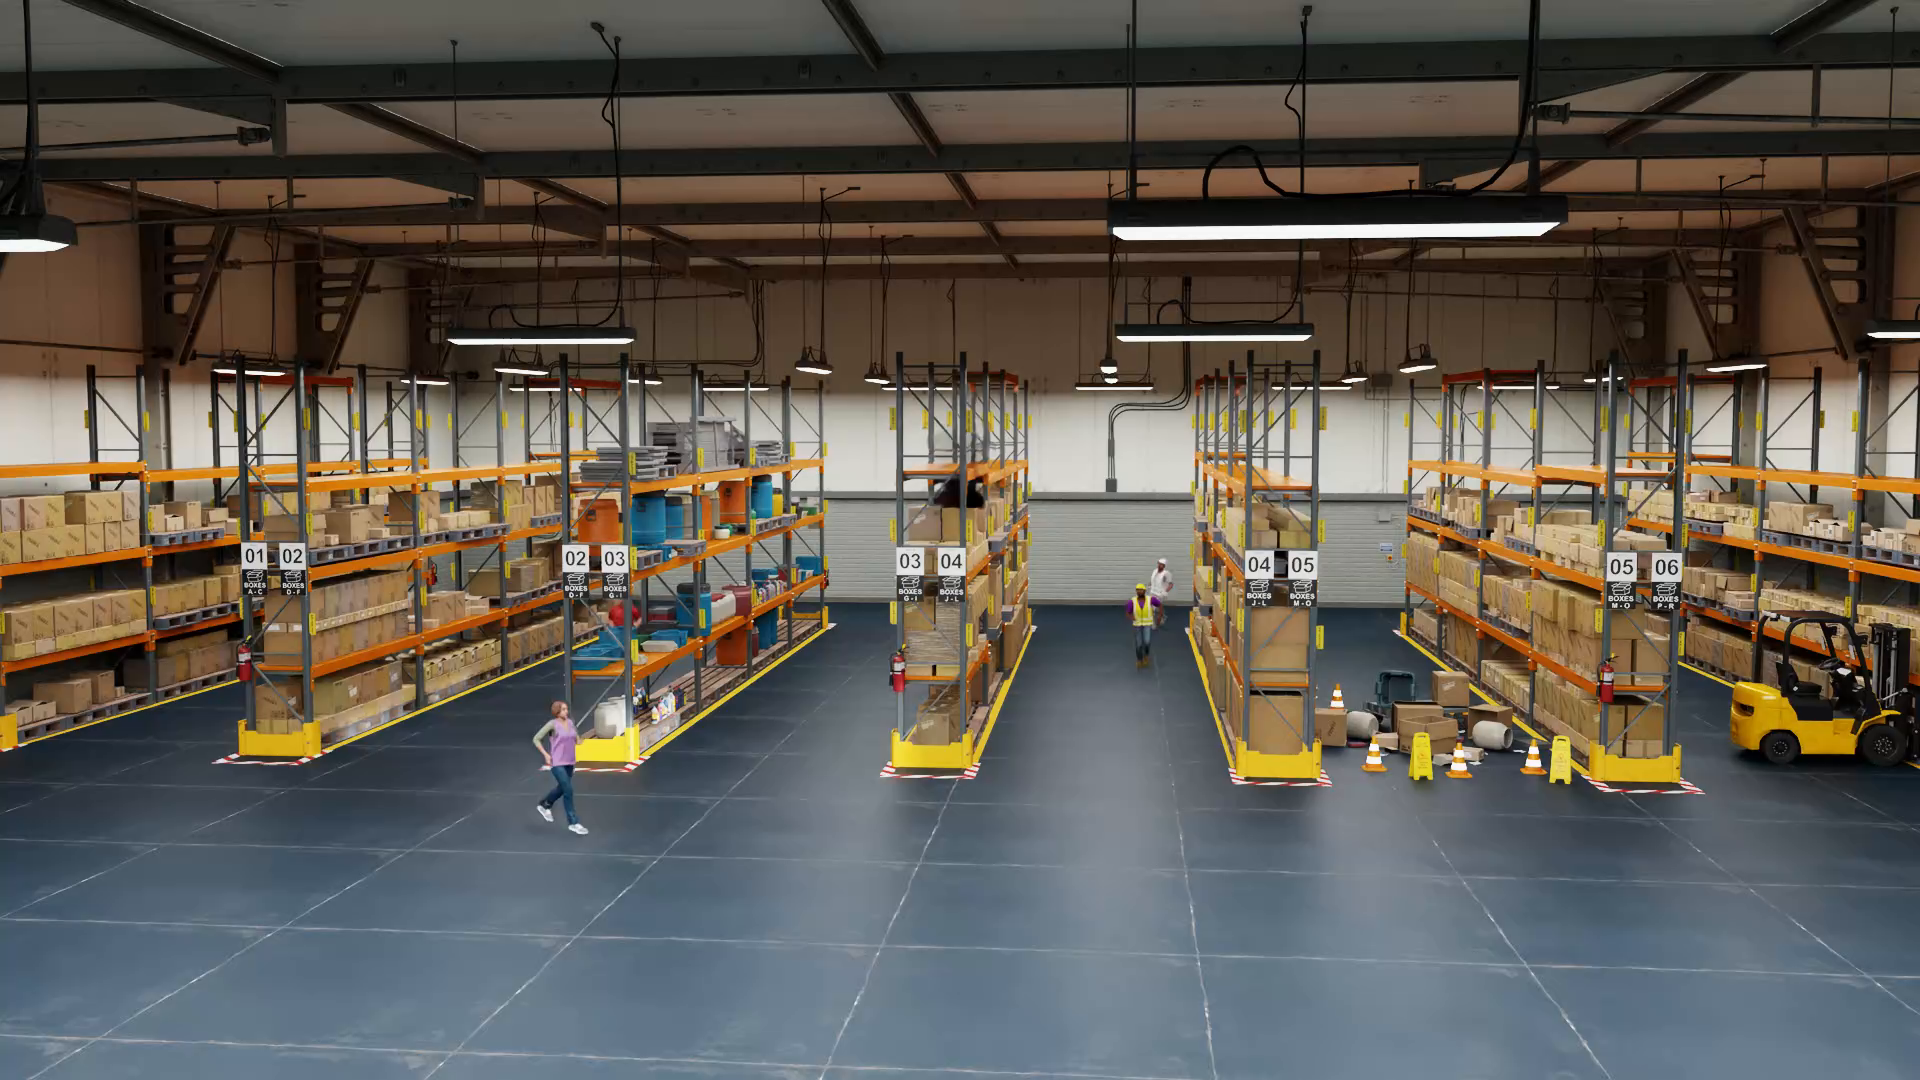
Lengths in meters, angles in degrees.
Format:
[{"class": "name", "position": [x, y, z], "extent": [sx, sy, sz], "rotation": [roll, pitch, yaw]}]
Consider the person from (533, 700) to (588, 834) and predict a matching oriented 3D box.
[{"class": "person", "position": [-4.872, 2.742, 20.268], "extent": [0.890, 1.590, 0.509], "rotation": [2, 5, 30]}]

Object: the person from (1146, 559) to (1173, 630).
[{"class": "person", "position": [4.801, 1.306, 39.949], "extent": [0.563, 1.735, 0.744], "rotation": [-3, 5, -41]}]

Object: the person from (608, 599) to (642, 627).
[{"class": "person", "position": [-6.533, 1.860, 32.396], "extent": [0.665, 1.676, 0.671], "rotation": [0, 4, 1]}]

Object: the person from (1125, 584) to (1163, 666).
[{"class": "person", "position": [3.712, 1.733, 33.626], "extent": [0.724, 1.714, 0.797], "rotation": [1, 4, 12]}]
